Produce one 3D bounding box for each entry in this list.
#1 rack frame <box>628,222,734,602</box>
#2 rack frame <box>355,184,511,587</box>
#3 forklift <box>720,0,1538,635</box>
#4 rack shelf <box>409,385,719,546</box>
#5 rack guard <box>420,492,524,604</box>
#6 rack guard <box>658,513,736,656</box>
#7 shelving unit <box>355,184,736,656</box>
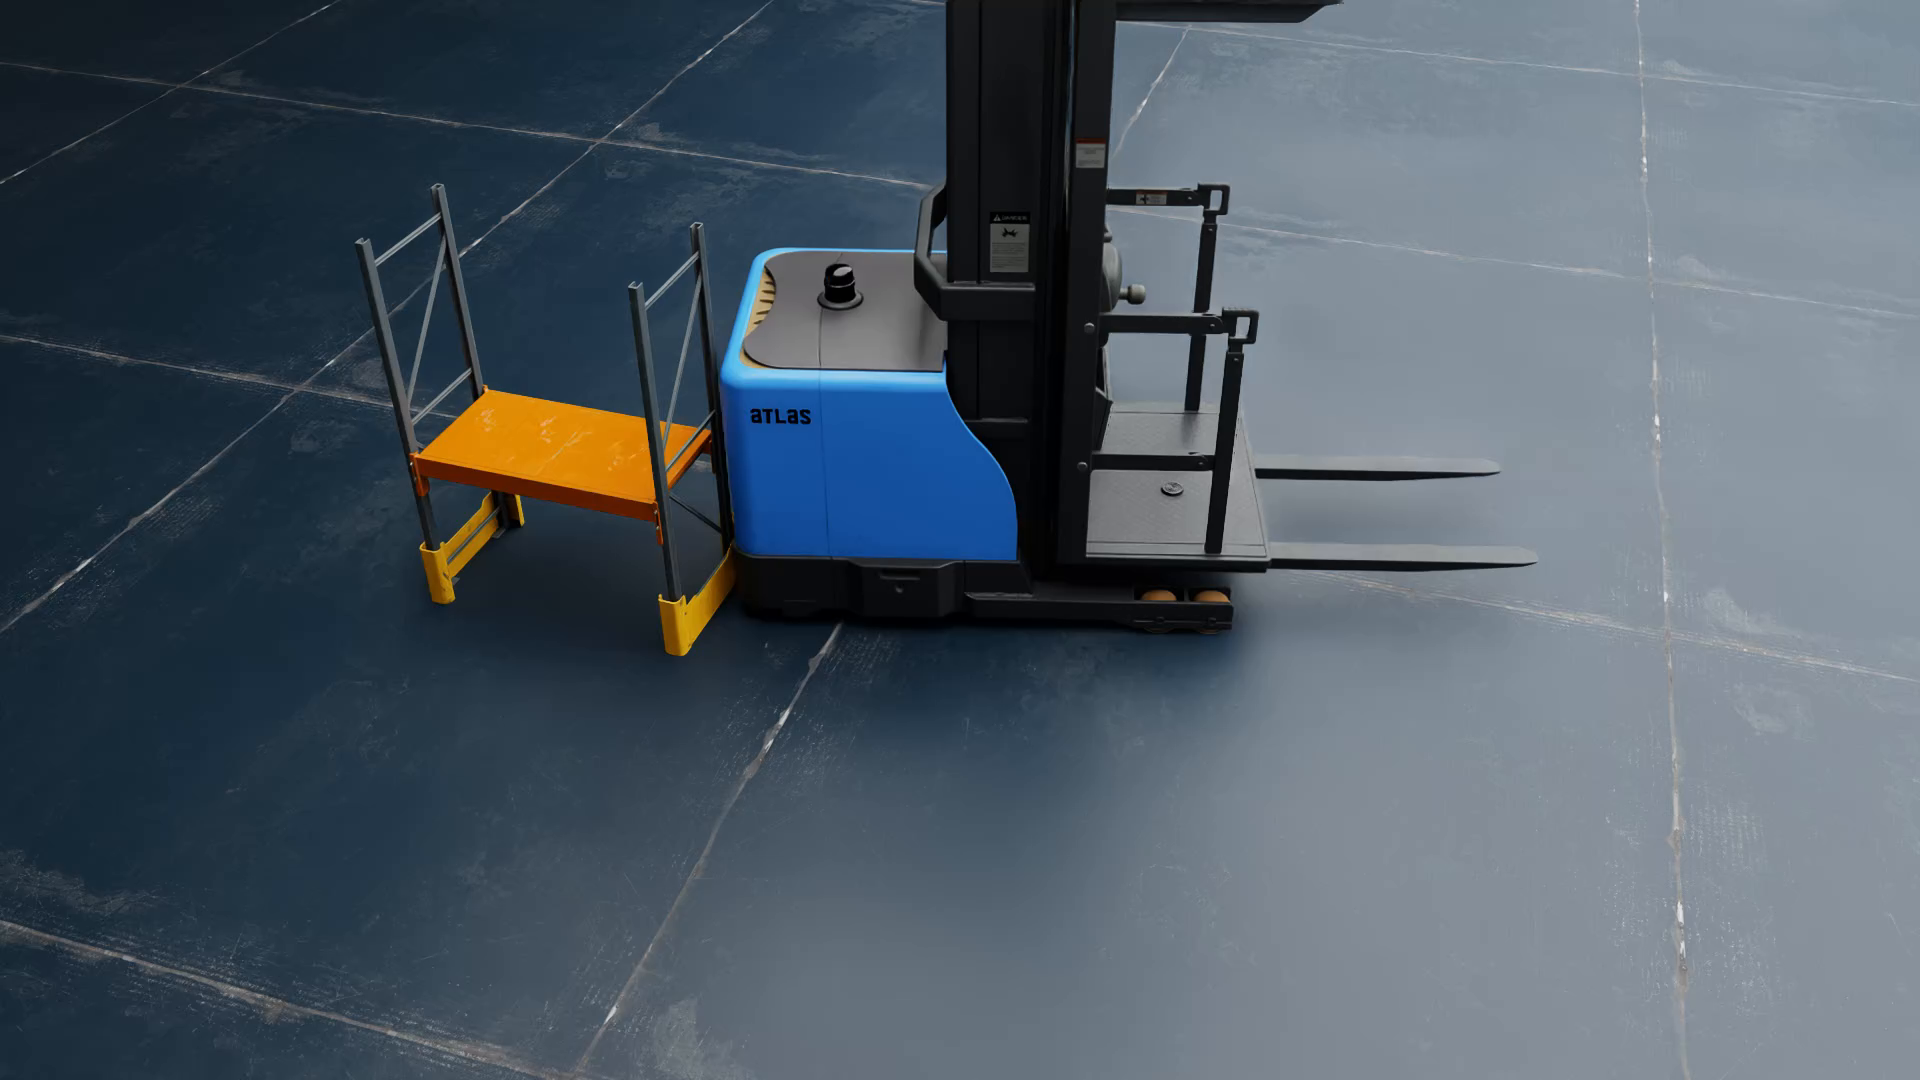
[{"bbox_3d":[-0.971,-0.342,5.950,0.032,1.500,0.500,11,38,14],"label":"rack frame"},{"bbox_3d":[-1.937,-0.529,6.204,0.032,1.500,0.500,11,38,14],"label":"rack frame"},{"bbox_3d":[0.678,-1.147,5.836,3.031,2.935,1.130,1,36,2],"label":"forklift"},{"bbox_3d":[-1.454,-0.291,6.183,1.000,0.185,0.538,11,38,14],"label":"rack shelf"},{"bbox_3d":[-1.919,-0.022,6.569,0.087,0.250,0.587,11,38,14],"label":"rack guard"},{"bbox_3d":[-0.972,0.161,6.320,0.087,0.250,0.587,11,38,14],"label":"rack guard"},{"bbox_3d":[-1.446,-0.434,6.074,1.083,1.500,0.587,11,38,14],"label":"shelving unit"}]
